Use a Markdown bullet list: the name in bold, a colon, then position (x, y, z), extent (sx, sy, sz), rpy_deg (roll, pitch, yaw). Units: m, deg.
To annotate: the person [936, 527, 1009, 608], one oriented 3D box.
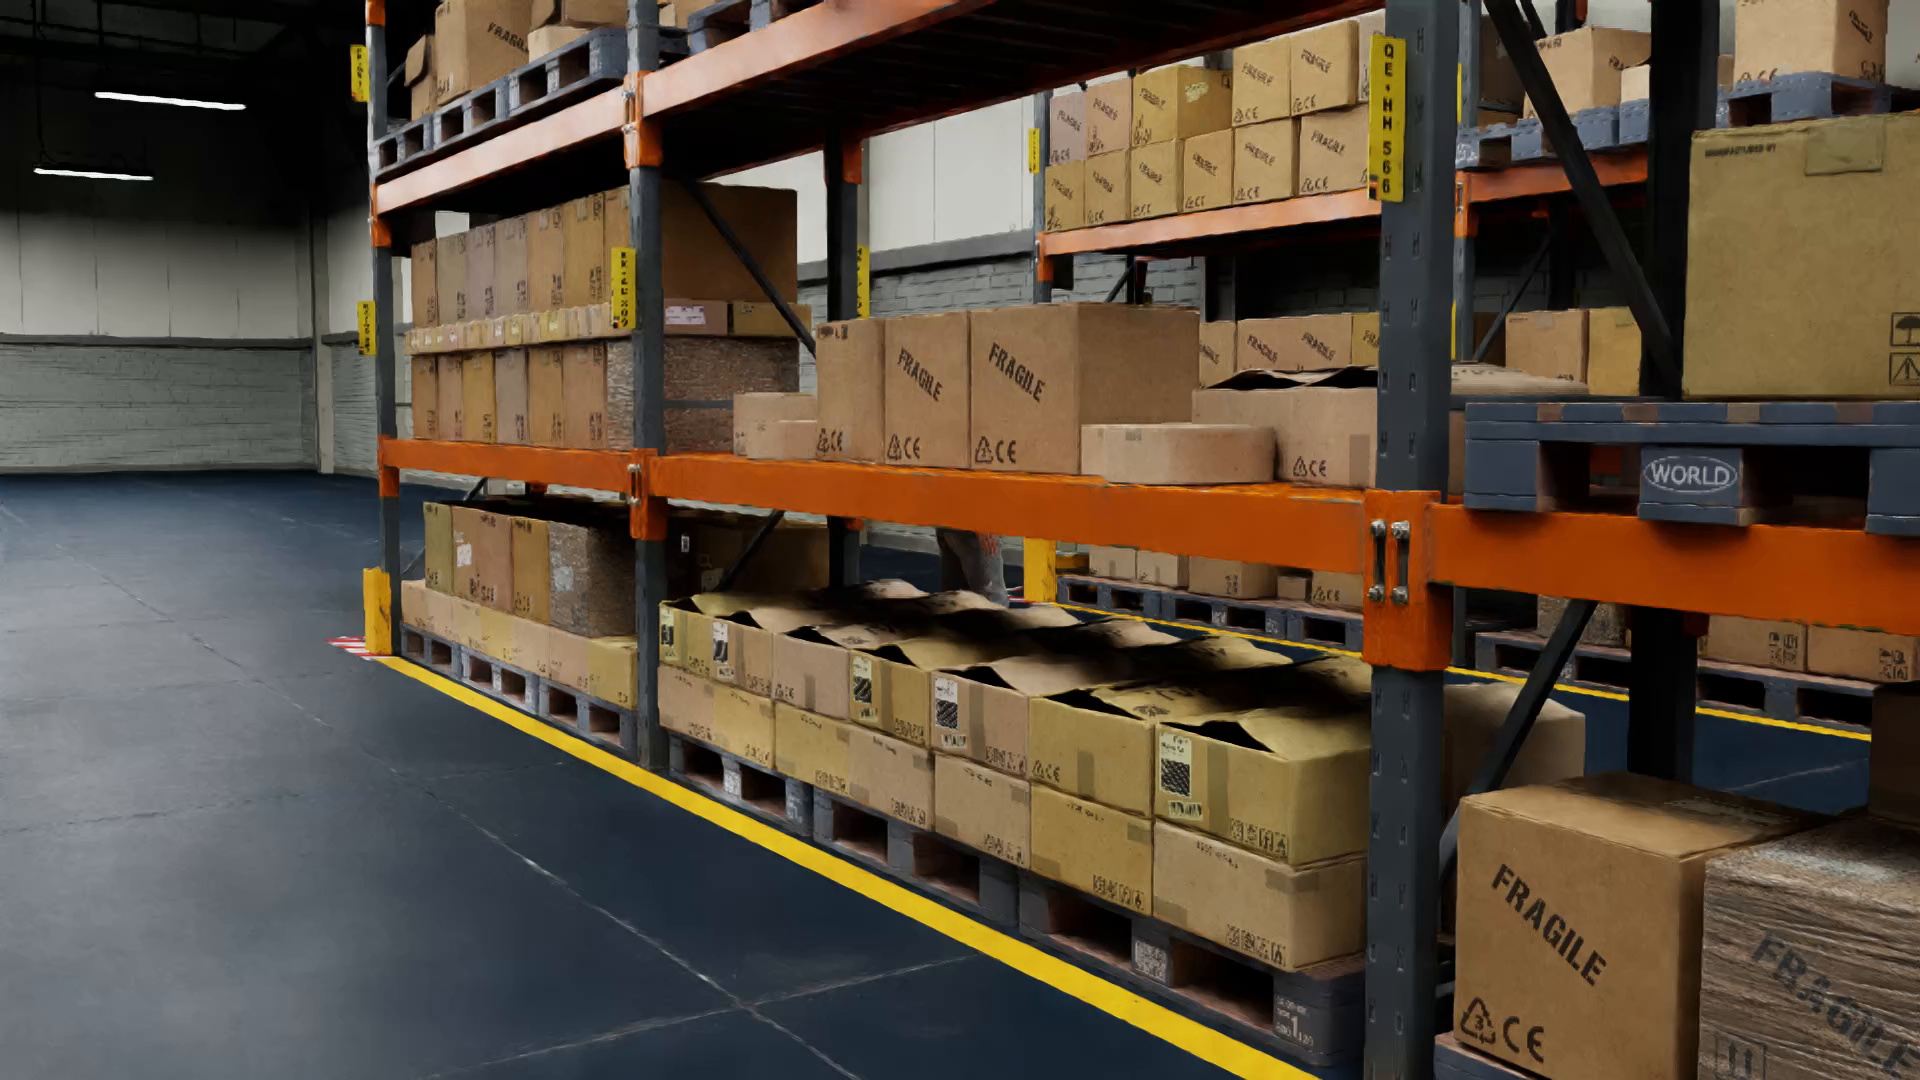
- **person**: position (0.128, -0.089, 8.495), extent (0.611, 1.768, 0.715), rpy_deg (-1, 5, -10)
